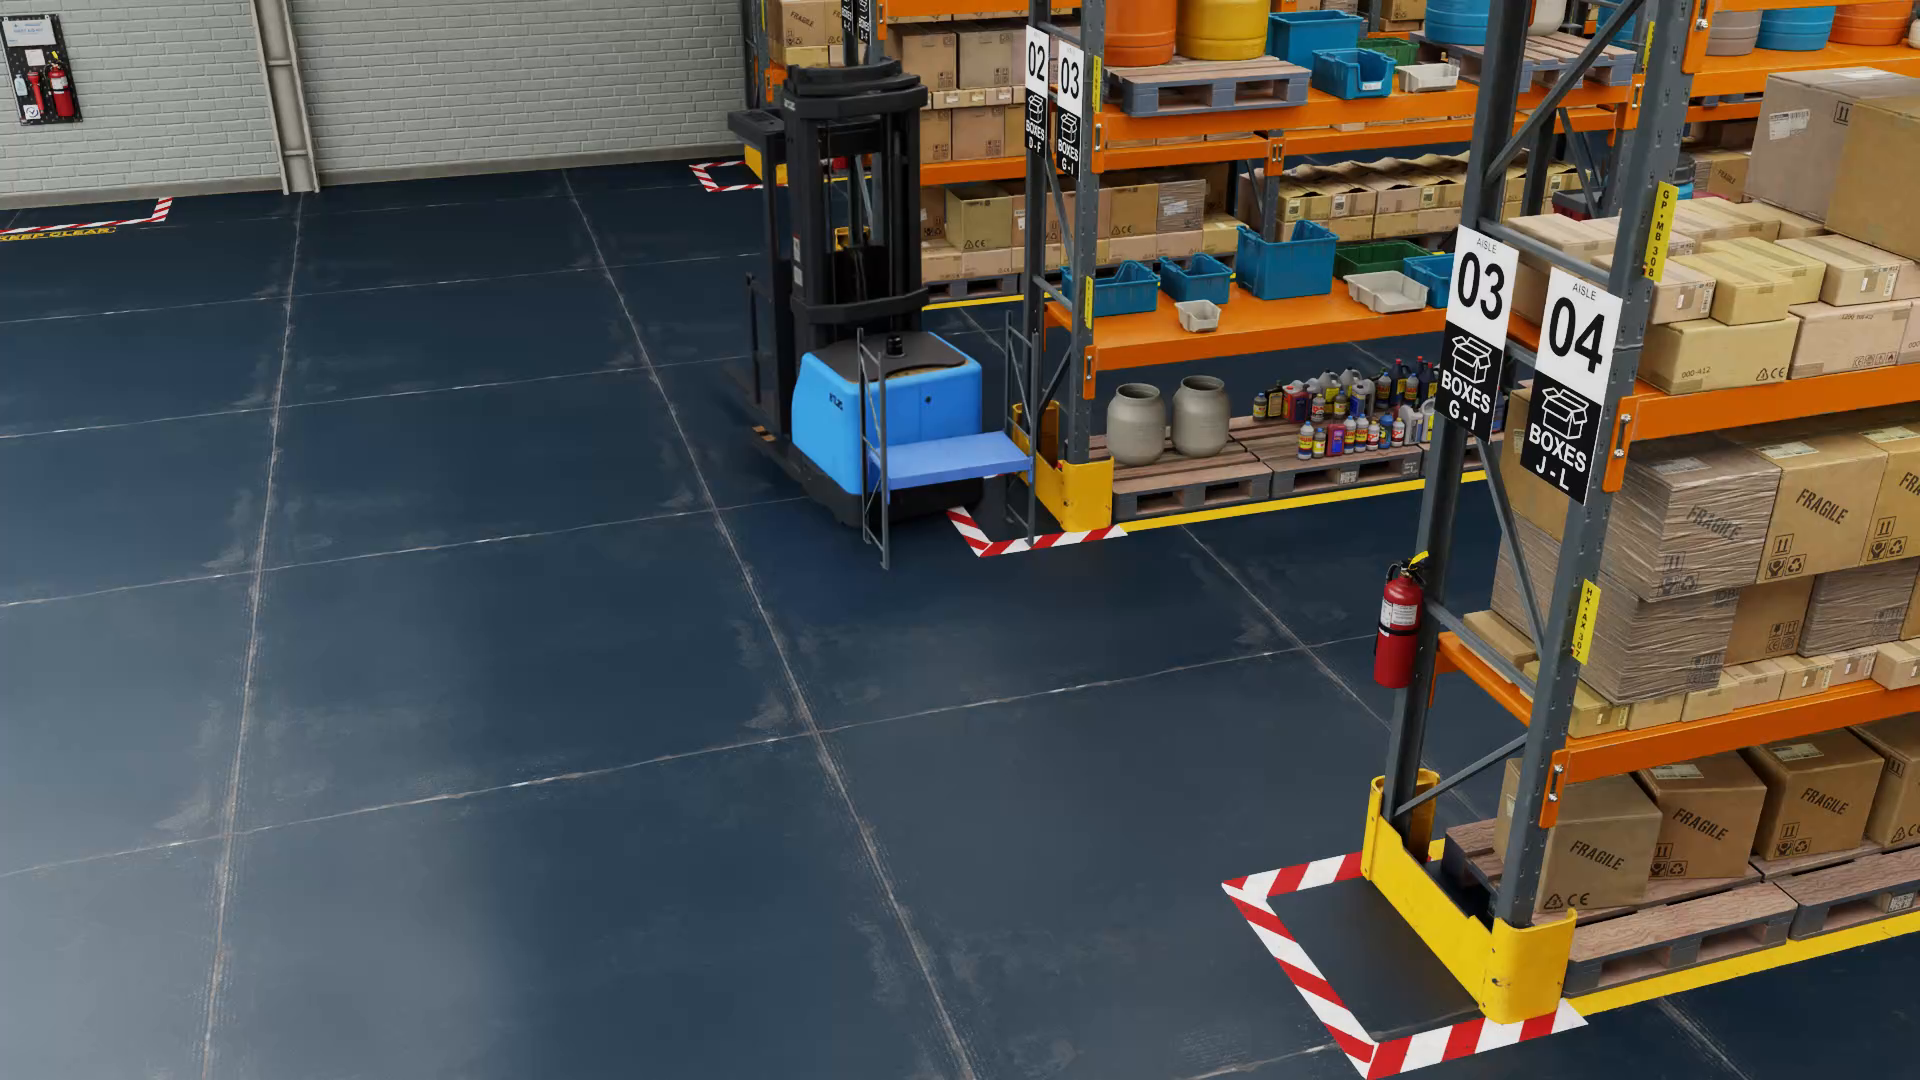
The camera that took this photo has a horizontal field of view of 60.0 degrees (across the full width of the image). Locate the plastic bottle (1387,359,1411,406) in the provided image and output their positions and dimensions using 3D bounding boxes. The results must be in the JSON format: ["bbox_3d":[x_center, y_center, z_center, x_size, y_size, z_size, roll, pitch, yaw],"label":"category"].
[{"bbox_3d":[3.383,-1.226,12.824,0.185,0.351,0.144,-9,28,-18],"label":"plastic bottle"}]

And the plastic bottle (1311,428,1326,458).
[{"bbox_3d":[2.574,-0.702,11.937,0.097,0.201,0.097,0,26,0],"label":"plastic bottle"}]

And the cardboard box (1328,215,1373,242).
[{"bbox_3d":[3.875,-3.249,17.035,0.500,0.250,0.500,-8,27,-15],"label":"cardboard box"}]

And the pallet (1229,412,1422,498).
[{"bbox_3d":[2.645,-0.683,12.384,1.213,0.211,1.003,-8,28,-16],"label":"pallet"}]

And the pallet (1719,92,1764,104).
[{"bbox_3d":[8.579,-5.006,18.171,1.213,0.211,1.003,-8,28,-16],"label":"pallet"}]

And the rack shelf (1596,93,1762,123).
[{"bbox_3d":[8.633,-4.776,18.300,4.000,0.370,1.077,-8,28,-16],"label":"rack shelf"}]

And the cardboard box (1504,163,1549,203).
[{"bbox_3d":[5.818,-3.780,17.474,0.500,0.311,0.500,-9,28,-17],"label":"cardboard box"}]

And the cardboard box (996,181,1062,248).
[{"bbox_3d":[0.650,-3.137,15.967,0.500,0.500,0.500,-8,28,-16],"label":"cardboard box"}]

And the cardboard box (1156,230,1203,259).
[{"bbox_3d":[2.077,-3.007,16.549,0.500,0.250,0.500,-8,28,-16],"label":"cardboard box"}]

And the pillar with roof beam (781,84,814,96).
[{"bbox_3d":[-0.682,-7.144,15.514,0.400,9.000,9.100,-8,28,-16],"label":"pillar with roof beam"}]

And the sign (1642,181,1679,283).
[{"bbox_3d":[2.357,-1.038,5.605,0.005,0.325,0.100,-8,28,-16],"label":"sign"}]

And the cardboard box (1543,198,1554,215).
[{"bbox_3d":[6.307,-3.604,17.750,0.500,0.250,0.500,-8,27,-15],"label":"cardboard box"}]

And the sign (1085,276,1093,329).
[{"bbox_3d":[0.822,-1.517,10.615,0.005,0.325,0.100,-8,28,-16],"label":"sign"}]

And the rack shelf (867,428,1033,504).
[{"bbox_3d":[-0.079,-0.493,10.954,1.000,0.185,0.538,-9,28,-18],"label":"rack shelf"}]

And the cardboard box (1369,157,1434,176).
[{"bbox_3d":[4.672,-3.866,17.648,0.500,0.311,0.500,-9,28,-17],"label":"cardboard box"}]

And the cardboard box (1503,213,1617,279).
[{"bbox_3d":[2.357,-1.157,6.549,0.250,0.149,0.380,-8,28,-16],"label":"cardboard box"}]

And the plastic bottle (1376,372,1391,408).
[{"bbox_3d":[3.255,-1.154,12.769,0.097,0.271,0.097,0,26,0],"label":"plastic bottle"}]

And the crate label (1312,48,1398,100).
[{"bbox_3d":[2.537,-3.021,10.750,0.408,0.251,0.502,-8,28,-16],"label":"crate label"}]

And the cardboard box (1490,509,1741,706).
[{"bbox_3d":[2.721,0.226,6.969,0.500,0.500,0.875,-8,28,-16],"label":"cardboard box"}]

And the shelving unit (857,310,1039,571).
[{"bbox_3d":[-0.079,-0.654,10.874,1.048,1.500,0.538,-9,28,-18],"label":"shelving unit"}]

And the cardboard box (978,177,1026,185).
[{"bbox_3d":[0.489,-3.357,16.410,0.500,0.500,0.500,-8,28,-16],"label":"cardboard box"}]

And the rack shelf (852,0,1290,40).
[{"bbox_3d":[1.027,-5.018,15.414,4.000,0.370,1.077,-8,28,-16],"label":"rack shelf"}]

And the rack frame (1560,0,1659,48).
[{"bbox_3d":[4.459,-4.864,10.922,0.127,3.000,1.000,-8,28,-16],"label":"rack frame"}]

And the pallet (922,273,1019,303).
[{"bbox_3d":[-0.161,-2.595,16.234,1.213,0.211,1.003,-8,28,-16],"label":"pallet"}]

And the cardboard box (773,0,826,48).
[{"bbox_3d":[-1.866,-6.031,19.323,0.500,0.500,0.500,-8,28,-16],"label":"cardboard box"}]

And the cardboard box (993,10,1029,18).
[{"bbox_3d":[0.564,-6.376,20.018,0.500,0.500,0.500,-8,28,-16],"label":"cardboard box"}]

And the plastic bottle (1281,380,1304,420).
[{"bbox_3d":[2.514,-1.065,12.584,0.135,0.276,0.152,-8,28,-16],"label":"plastic bottle"}]

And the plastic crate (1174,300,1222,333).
[{"bbox_3d":[1.606,-1.495,11.179,0.250,0.136,0.298,-8,28,-16],"label":"plastic crate"}]

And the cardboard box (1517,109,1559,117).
[{"bbox_3d":[5.962,-4.469,17.156,0.250,0.149,0.380,-8,28,-16],"label":"cardboard box"}]

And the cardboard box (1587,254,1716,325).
[{"bbox_3d":[2.523,-0.927,6.085,0.250,0.149,0.380,-8,28,-16],"label":"cardboard box"}]

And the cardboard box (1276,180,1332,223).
[{"bbox_3d":[3.399,-3.431,16.771,0.500,0.311,0.500,-8,28,-16],"label":"cardboard box"}]

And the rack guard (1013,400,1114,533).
[{"bbox_3d":[0.713,-0.537,11.764,0.348,0.500,1.175,-8,28,-16],"label":"rack guard"}]

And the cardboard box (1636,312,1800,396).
[{"bbox_3d":[2.727,-0.765,6.208,0.500,0.250,0.500,-7,27,-15],"label":"cardboard box"}]

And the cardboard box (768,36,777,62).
[{"bbox_3d":[-2.028,-5.903,19.908,0.500,0.250,0.500,-8,27,-15],"label":"cardboard box"}]

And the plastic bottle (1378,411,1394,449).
[{"bbox_3d":[3.090,-0.808,12.072,0.097,0.271,0.097,0,26,0],"label":"plastic bottle"}]

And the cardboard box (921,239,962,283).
[{"bbox_3d":[-0.296,-2.657,15.844,0.500,0.250,0.500,-8,28,-16],"label":"cardboard box"}]

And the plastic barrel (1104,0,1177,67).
[{"bbox_3d":[1.078,-3.471,10.534,0.708,0.830,0.600,-8,28,-16],"label":"plastic barrel"}]

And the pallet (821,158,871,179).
[{"bbox_3d":[-1.557,-4.673,20.420,1.213,0.211,1.003,-8,28,-16],"label":"pallet"}]

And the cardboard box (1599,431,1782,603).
[{"bbox_3d":[2.797,-0.118,6.538,0.500,0.500,0.500,-8,28,-16],"label":"cardboard box"}]

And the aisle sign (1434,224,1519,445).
[{"bbox_3d":[2.037,-0.815,6.589,0.004,0.787,0.394,-8,28,-16],"label":"aisle sign"}]

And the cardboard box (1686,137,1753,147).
[{"bbox_3d":[8.538,-4.274,18.797,0.500,0.500,0.500,-9,28,-18],"label":"cardboard box"}]

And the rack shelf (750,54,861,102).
[{"bbox_3d":[-0.511,-5.768,20.299,4.000,0.370,1.077,-8,28,-16],"label":"rack shelf"}]

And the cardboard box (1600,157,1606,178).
[{"bbox_3d":[7.253,-3.842,17.926,0.500,0.500,0.500,-7,27,-14],"label":"cardboard box"}]

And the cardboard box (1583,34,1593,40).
[{"bbox_3d":[8.420,-6.548,23.006,0.750,0.750,0.750,-8,27,-15],"label":"cardboard box"}]

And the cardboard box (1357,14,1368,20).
[{"bbox_3d":[5.424,-6.966,22.163,0.250,0.149,0.380,-8,27,-15],"label":"cardboard box"}]

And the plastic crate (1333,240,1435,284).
[{"bbox_3d":[3.081,-2.014,12.167,0.662,0.188,0.450,-8,28,-16],"label":"plastic crate"}]

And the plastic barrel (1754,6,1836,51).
[{"bbox_3d":[6.119,-4.087,12.166,0.708,0.901,0.600,-8,28,-16],"label":"plastic barrel"}]

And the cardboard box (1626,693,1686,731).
[{"bbox_3d":[2.778,0.616,6.913,0.250,0.149,0.380,-8,28,-16],"label":"cardboard box"}]

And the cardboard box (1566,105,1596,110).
[{"bbox_3d":[6.372,-4.751,17.541,0.500,0.311,0.500,-7,27,-13],"label":"cardboard box"}]

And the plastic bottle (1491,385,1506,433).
[{"bbox_3d":[3.936,-0.977,12.323,0.185,0.351,0.144,-9,28,-17],"label":"plastic bottle"}]

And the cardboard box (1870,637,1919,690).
[{"bbox_3d":[3.990,0.477,7.194,0.250,0.149,0.380,-8,28,-16],"label":"cardboard box"}]

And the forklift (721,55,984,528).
[{"bbox_3d":[-0.960,-2.019,12.016,1.130,2.935,3.031,-13,29,-24],"label":"forklift"}]

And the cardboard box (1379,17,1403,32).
[{"bbox_3d":[5.579,-6.760,21.748,0.250,0.149,0.380,-9,28,-17],"label":"cardboard box"}]

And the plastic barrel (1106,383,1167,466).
[{"bbox_3d":[1.258,-0.823,11.854,0.421,0.512,0.421,0,26,0],"label":"plastic barrel"}]

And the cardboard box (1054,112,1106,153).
[{"bbox_3d":[1.044,-4.039,15.894,0.500,0.500,0.700,-7,27,-15],"label":"cardboard box"}]

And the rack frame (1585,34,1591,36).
[{"bbox_3d":[8.998,-7.467,22.913,0.127,3.000,1.000,-8,28,-16],"label":"rack frame"}]

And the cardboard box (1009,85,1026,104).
[{"bbox_3d":[0.546,-4.162,15.413,0.250,0.149,0.380,-9,28,-18],"label":"cardboard box"}]
